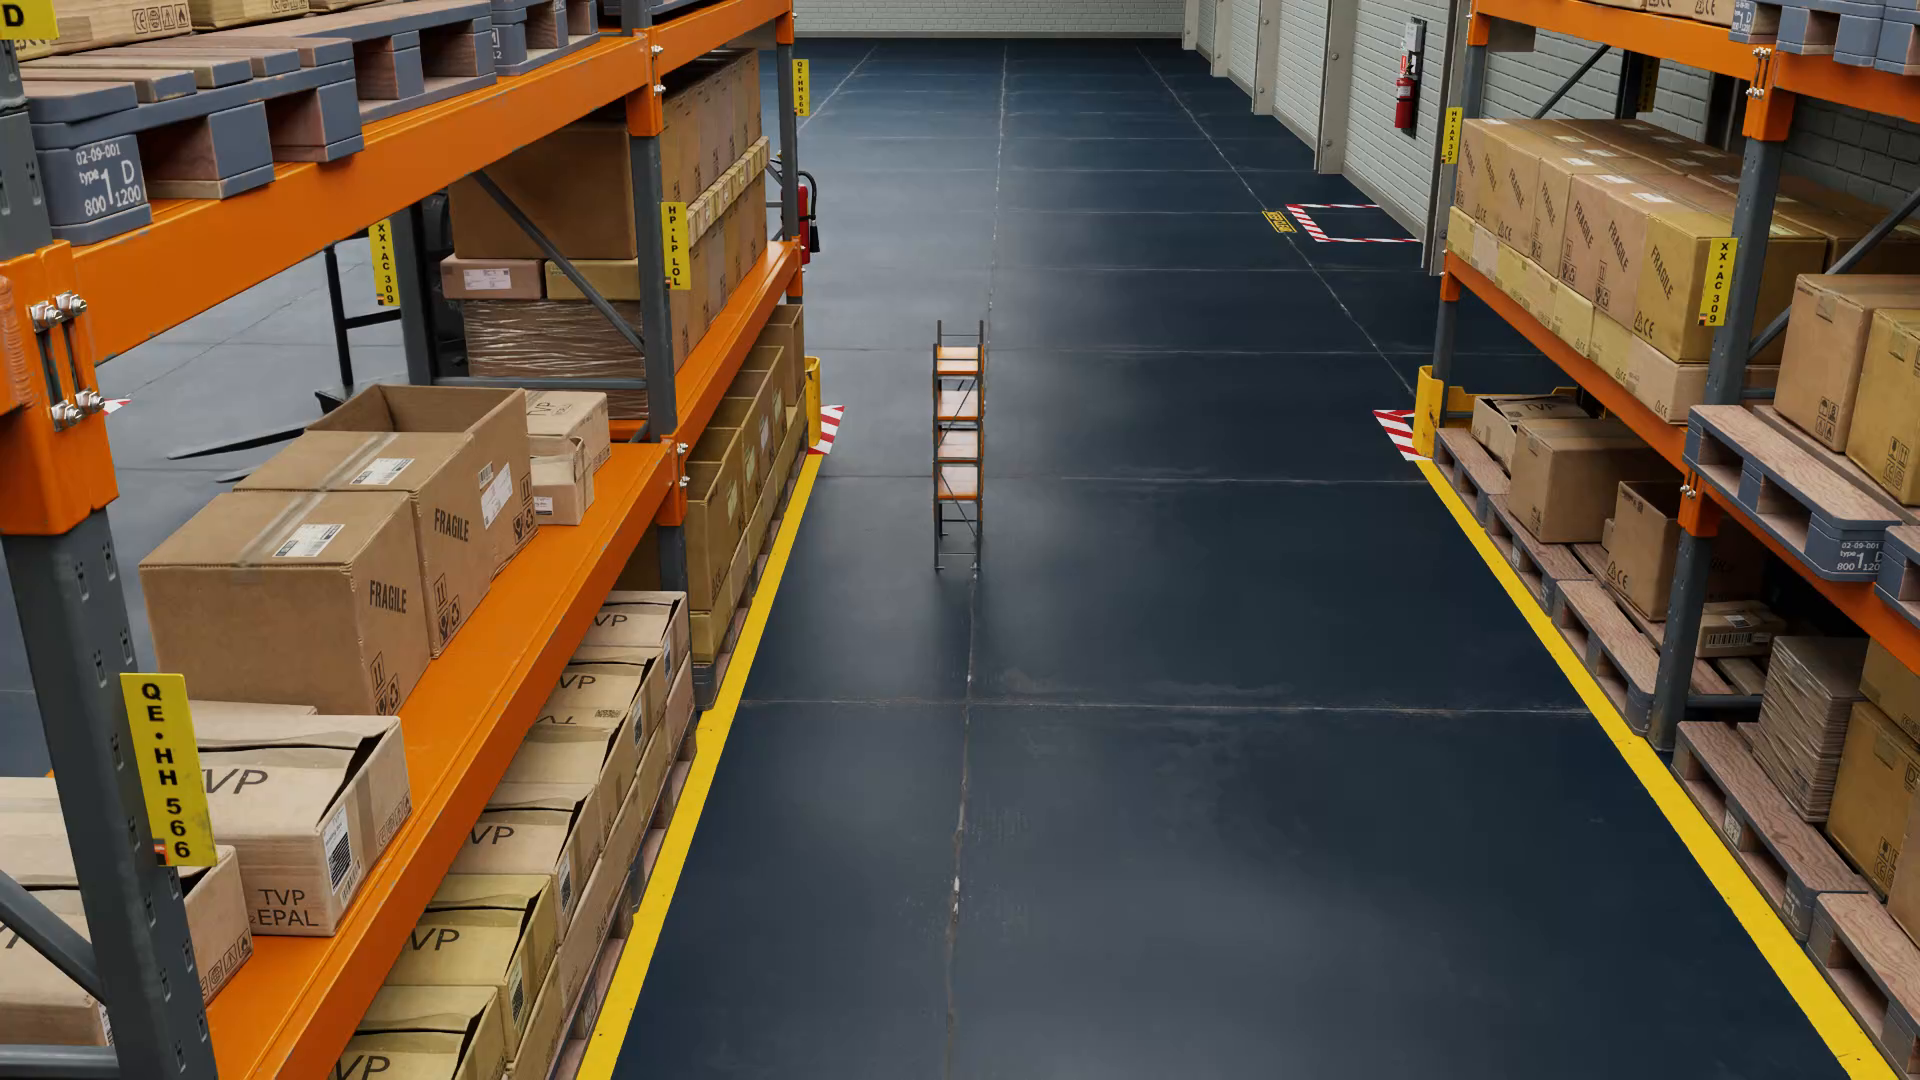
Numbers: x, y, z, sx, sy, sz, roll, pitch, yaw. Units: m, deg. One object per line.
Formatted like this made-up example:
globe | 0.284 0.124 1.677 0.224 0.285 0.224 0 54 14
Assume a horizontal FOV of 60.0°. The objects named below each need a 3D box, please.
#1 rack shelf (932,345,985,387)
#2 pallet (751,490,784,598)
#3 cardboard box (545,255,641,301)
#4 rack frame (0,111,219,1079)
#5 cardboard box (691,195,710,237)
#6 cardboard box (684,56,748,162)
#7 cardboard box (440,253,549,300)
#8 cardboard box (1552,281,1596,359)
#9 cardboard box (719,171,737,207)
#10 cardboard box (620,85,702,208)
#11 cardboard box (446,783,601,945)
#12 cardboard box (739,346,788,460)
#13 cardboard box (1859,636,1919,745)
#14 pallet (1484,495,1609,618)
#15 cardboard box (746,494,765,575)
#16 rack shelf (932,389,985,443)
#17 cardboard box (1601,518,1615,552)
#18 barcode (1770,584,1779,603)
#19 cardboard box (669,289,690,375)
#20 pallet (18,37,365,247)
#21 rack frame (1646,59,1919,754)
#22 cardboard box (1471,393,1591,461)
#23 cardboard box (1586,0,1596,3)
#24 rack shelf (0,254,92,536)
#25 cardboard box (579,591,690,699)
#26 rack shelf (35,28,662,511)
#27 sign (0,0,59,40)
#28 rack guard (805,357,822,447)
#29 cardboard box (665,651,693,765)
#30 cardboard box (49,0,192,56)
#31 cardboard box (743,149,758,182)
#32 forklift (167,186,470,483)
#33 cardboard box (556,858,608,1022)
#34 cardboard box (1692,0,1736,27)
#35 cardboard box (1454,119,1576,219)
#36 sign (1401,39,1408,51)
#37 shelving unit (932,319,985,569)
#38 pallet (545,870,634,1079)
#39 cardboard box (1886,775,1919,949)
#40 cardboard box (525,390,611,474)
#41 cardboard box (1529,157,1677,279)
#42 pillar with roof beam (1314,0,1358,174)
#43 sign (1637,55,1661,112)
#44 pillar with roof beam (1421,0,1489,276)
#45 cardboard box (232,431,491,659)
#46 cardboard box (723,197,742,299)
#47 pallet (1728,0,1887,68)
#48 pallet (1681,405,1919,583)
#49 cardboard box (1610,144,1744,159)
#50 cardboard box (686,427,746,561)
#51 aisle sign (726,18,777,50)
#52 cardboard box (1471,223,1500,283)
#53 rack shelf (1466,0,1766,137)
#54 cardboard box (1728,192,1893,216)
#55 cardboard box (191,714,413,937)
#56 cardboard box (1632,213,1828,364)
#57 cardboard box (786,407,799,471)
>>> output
rack shelf | -0.005 -0.866 8.515 0.258 0.148 0.480 1 21 2
pallet | -1.508 -0.027 8.807 1.003 0.211 1.213 1 21 2
cardboard box | -1.407 -1.042 6.532 0.380 0.149 0.250 1 21 2
rack frame | -1.730 0.849 2.695 1.000 3.000 0.127 1 21 2
cardboard box | -1.372 -1.508 7.733 0.380 0.149 0.250 0 21 0
cardboard box | -1.526 -2.317 8.923 0.700 0.500 0.500 0 21 0
cardboard box | -1.814 -1.047 6.547 0.380 0.149 0.250 1 21 2
cardboard box | 3.078 -1.021 7.692 0.500 0.250 0.500 1 21 1
cardboard box | -1.346 -1.785 8.447 0.380 0.149 0.250 1 21 3
cardboard box | -1.571 -1.773 7.521 0.700 0.500 0.500 1 21 2
cardboard box | -1.380 0.927 4.939 0.500 0.311 0.500 0 21 1
cardboard box | -1.221 -0.749 8.995 0.500 0.500 0.500 1 21 2
cardboard box | 3.327 0.492 5.426 0.500 0.250 0.500 0 21 0
pallet | 3.362 0.070 8.557 1.003 0.211 1.213 1 21 2
cardboard box | -1.251 -0.037 8.199 0.500 0.250 0.500 1 21 2
rack shelf | -0.005 -0.645 8.601 0.258 0.148 0.480 1 21 2
cardboard box | 3.412 0.001 8.212 0.380 0.149 0.250 -1 21 -3
barcode | 3.669 0.242 7.493 0.001 0.075 0.075 1 21 2
cardboard box | -1.592 -0.996 7.310 0.700 0.500 0.500 0 21 1
pallet | -1.799 -0.708 2.822 1.213 0.211 1.003 2 21 4
rack frame | 3.343 -0.545 6.286 1.000 3.000 0.127 1 21 2
cardboard box | 3.354 -0.693 9.778 0.500 0.311 0.500 -2 21 -4
cardboard box | 3.146 -2.752 7.661 0.500 0.500 0.500 2 21 5
rack shelf | -1.791 0.509 0.419 1.077 0.370 4.000 1 21 2
cardboard box | -1.334 0.377 6.357 0.500 0.311 0.500 1 21 2
rack shelf | -1.669 -0.938 4.147 1.077 0.370 4.000 1 21 2
sign | -1.188 -0.784 2.042 0.100 0.325 0.005 1 21 2
rack guard | -1.486 -0.887 10.625 1.175 0.500 0.348 1 21 2
cardboard box | -1.331 0.642 6.450 0.500 0.250 0.500 0 21 1
cardboard box | -1.775 -1.030 3.017 0.500 0.250 0.500 1 21 3
cardboard box | -1.322 -2.066 9.171 0.380 0.149 0.250 0 21 1
forklift | -3.346 -1.966 10.045 1.130 2.935 3.031 18 28 39
cardboard box | -1.381 1.193 5.027 0.500 0.250 0.500 1 21 3
cardboard box | 3.111 -2.185 6.201 0.500 0.500 0.500 1 21 3
cardboard box | 3.150 -2.111 9.465 0.500 0.500 0.500 1 21 2
sign | 4.715 -5.252 17.635 0.001 0.109 0.331 1 21 2
shelving unit | -0.005 -0.500 8.658 0.258 1.200 0.503 1 21 2
pallet | -1.626 1.411 5.100 1.003 0.211 1.213 1 21 2
cardboard box | 3.316 1.053 5.015 0.700 0.500 0.500 1 21 2
cardboard box | -1.580 -0.349 5.990 0.500 0.250 0.500 2 21 5
cardboard box | 3.099 -1.558 8.042 0.500 0.500 0.500 1 21 3
pillar with roof beam | 0.370 -8.911 19.555 9.100 9.000 0.400 1 21 2
sign | 4.019 -2.665 9.712 0.100 0.325 0.005 1 21 2
pillar with roof beam | 0.187 -6.742 13.964 9.100 9.000 0.400 1 21 2
cardboard box | -1.679 0.005 4.732 0.500 0.500 0.500 1 21 2
cardboard box | -1.546 -1.553 8.745 0.700 0.500 0.500 1 21 2
pallet | 3.218 -1.633 5.205 1.213 0.211 1.003 1 21 2
pallet | 3.174 -0.180 5.612 1.003 0.211 1.213 1 21 2
cardboard box | 3.626 -1.738 8.505 0.500 0.500 0.500 0 21 0
cardboard box | -1.274 -0.206 7.598 0.500 0.500 0.500 1 21 2
aisle sign | -1.191 -3.276 9.733 0.394 0.787 0.004 1 21 2
cardboard box | 3.131 -1.569 9.107 0.500 0.250 0.500 0 21 0
rack shelf | 3.404 -2.331 7.737 1.077 0.370 4.000 1 21 2
cardboard box | 3.586 -1.188 7.088 0.500 0.500 0.500 1 21 1
cardboard box | -1.509 0.569 3.539 0.500 0.311 0.500 0 21 1
cardboard box | 3.048 -1.008 6.623 0.500 0.500 0.500 1 21 1
cardboard box | -1.211 -0.580 9.597 0.500 0.250 0.500 1 21 2
